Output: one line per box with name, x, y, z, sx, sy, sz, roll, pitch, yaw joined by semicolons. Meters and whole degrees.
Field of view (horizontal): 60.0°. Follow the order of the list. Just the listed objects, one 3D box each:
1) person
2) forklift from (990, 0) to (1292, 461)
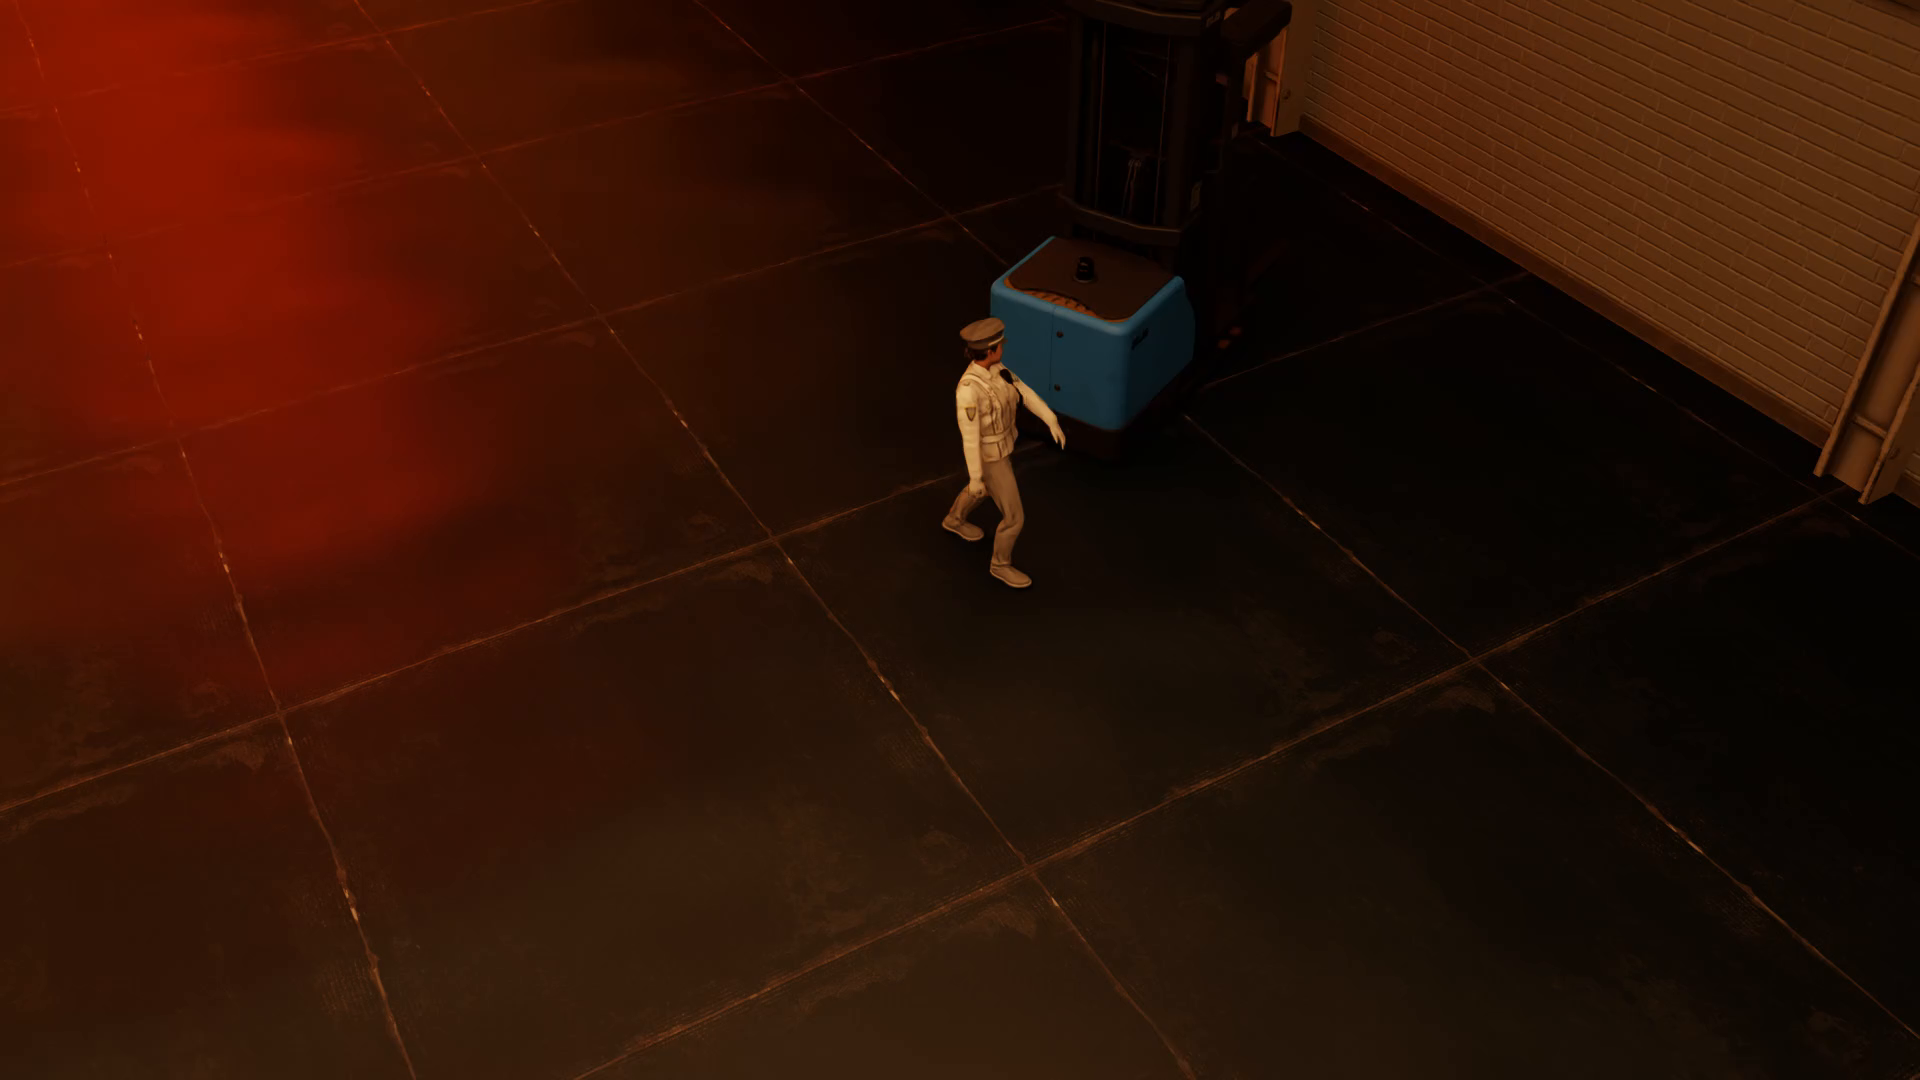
person;0.227;-0.495;9.692;0.752;1.584;0.639;9;40;10
forklift;1.413;-2.548;11.108;1.130;2.935;3.031;23;45;25
